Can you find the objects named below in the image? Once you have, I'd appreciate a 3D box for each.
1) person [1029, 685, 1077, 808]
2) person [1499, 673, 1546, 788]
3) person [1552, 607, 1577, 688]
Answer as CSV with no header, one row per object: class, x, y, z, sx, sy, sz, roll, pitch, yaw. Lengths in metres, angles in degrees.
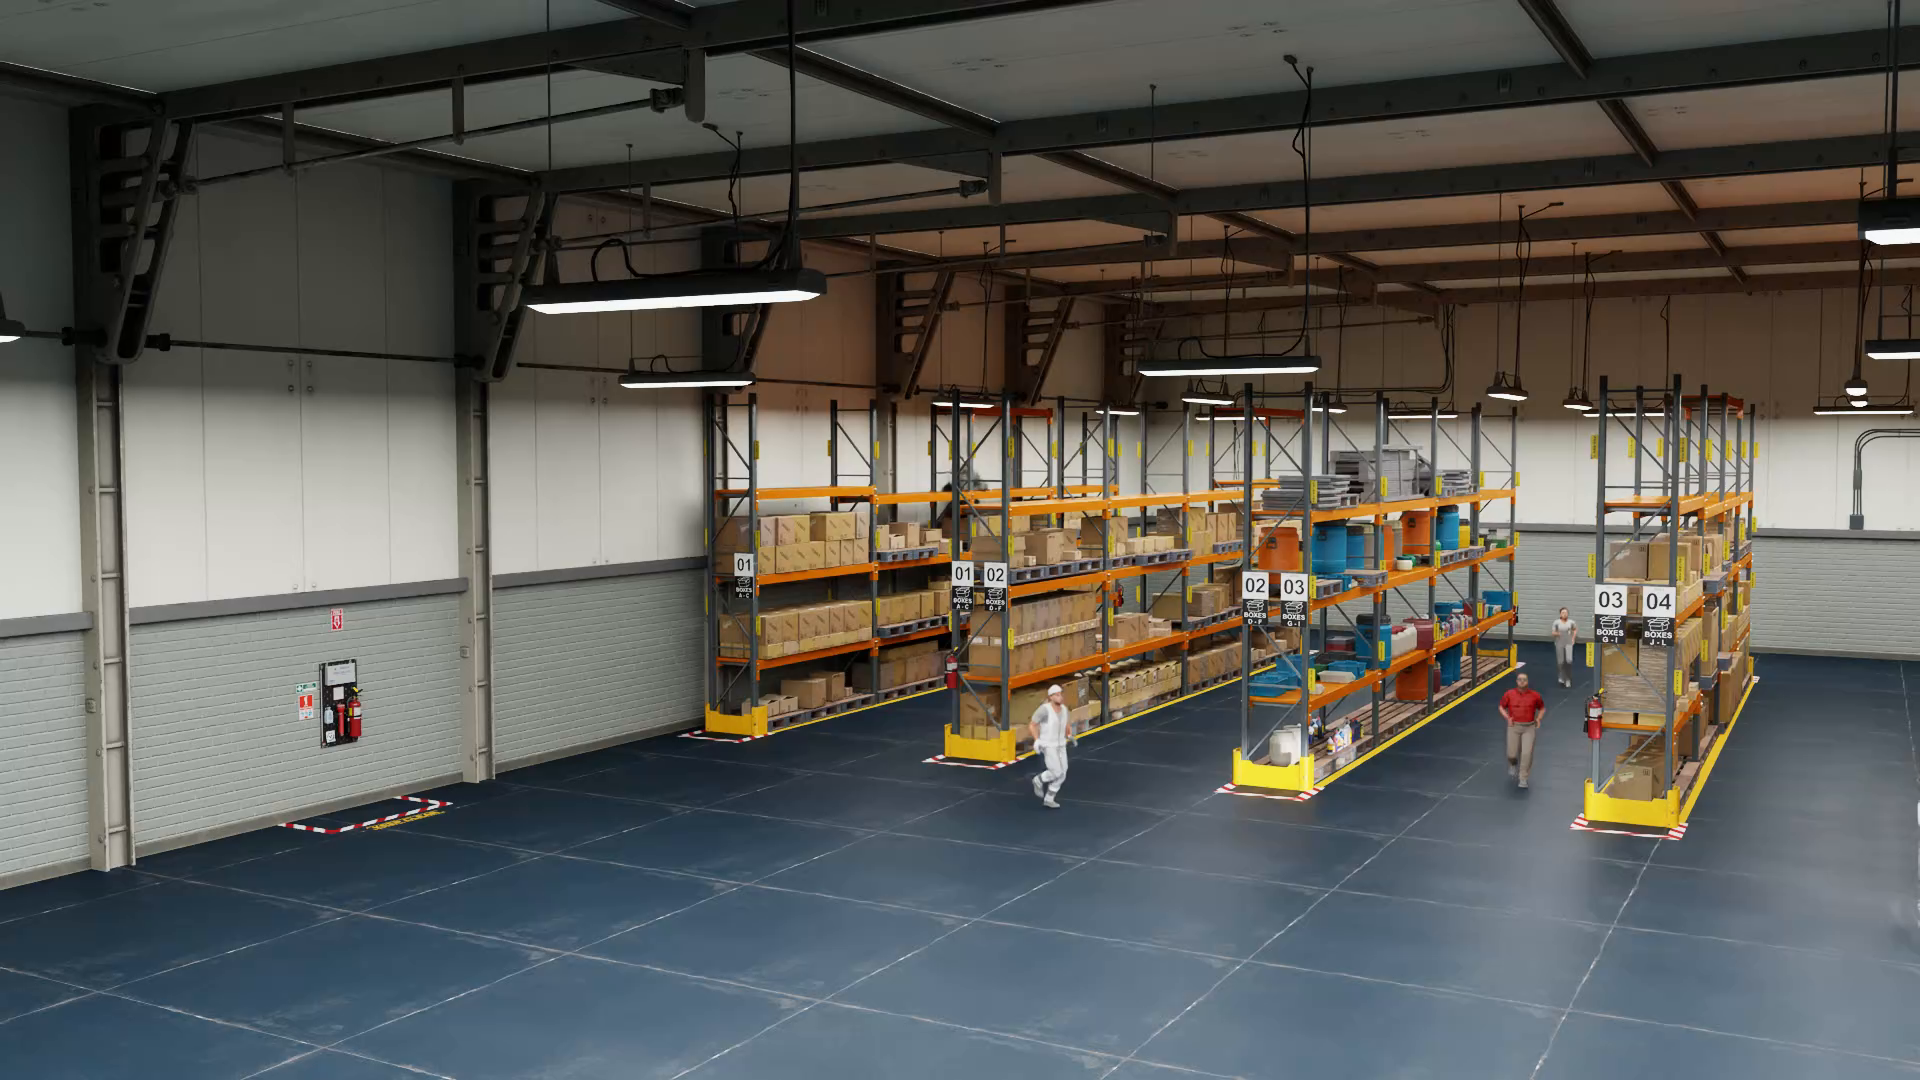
person,1.304,2.882,23.231,0.664,1.732,0.634,-2,4,-35
person,8.391,2.819,24.820,0.665,1.676,0.671,1,3,18
person,12.794,2.272,35.211,0.516,1.699,0.761,1,3,19
